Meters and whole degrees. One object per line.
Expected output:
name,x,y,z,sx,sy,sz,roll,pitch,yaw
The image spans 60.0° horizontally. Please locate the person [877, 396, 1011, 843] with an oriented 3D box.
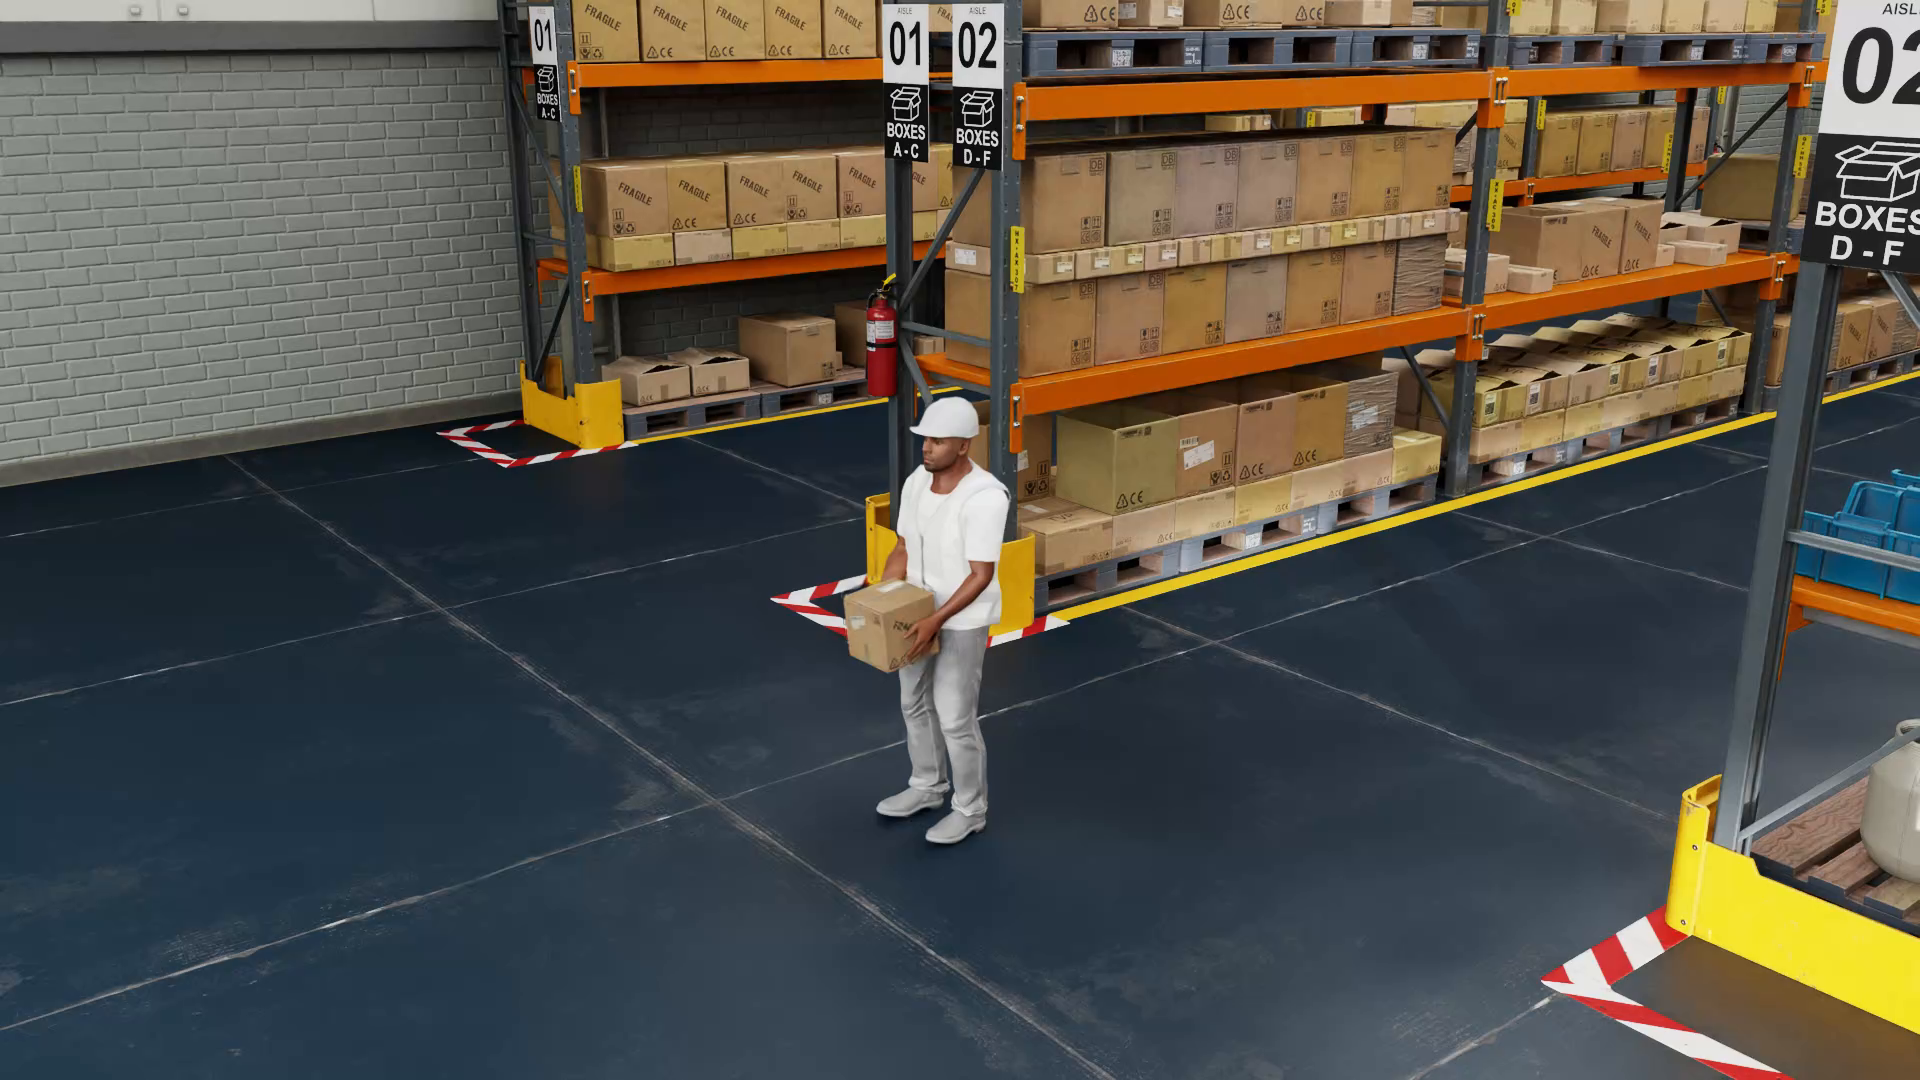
person,-0.102,0.319,6.503,0.520,1.769,0.558,-14,22,-37
